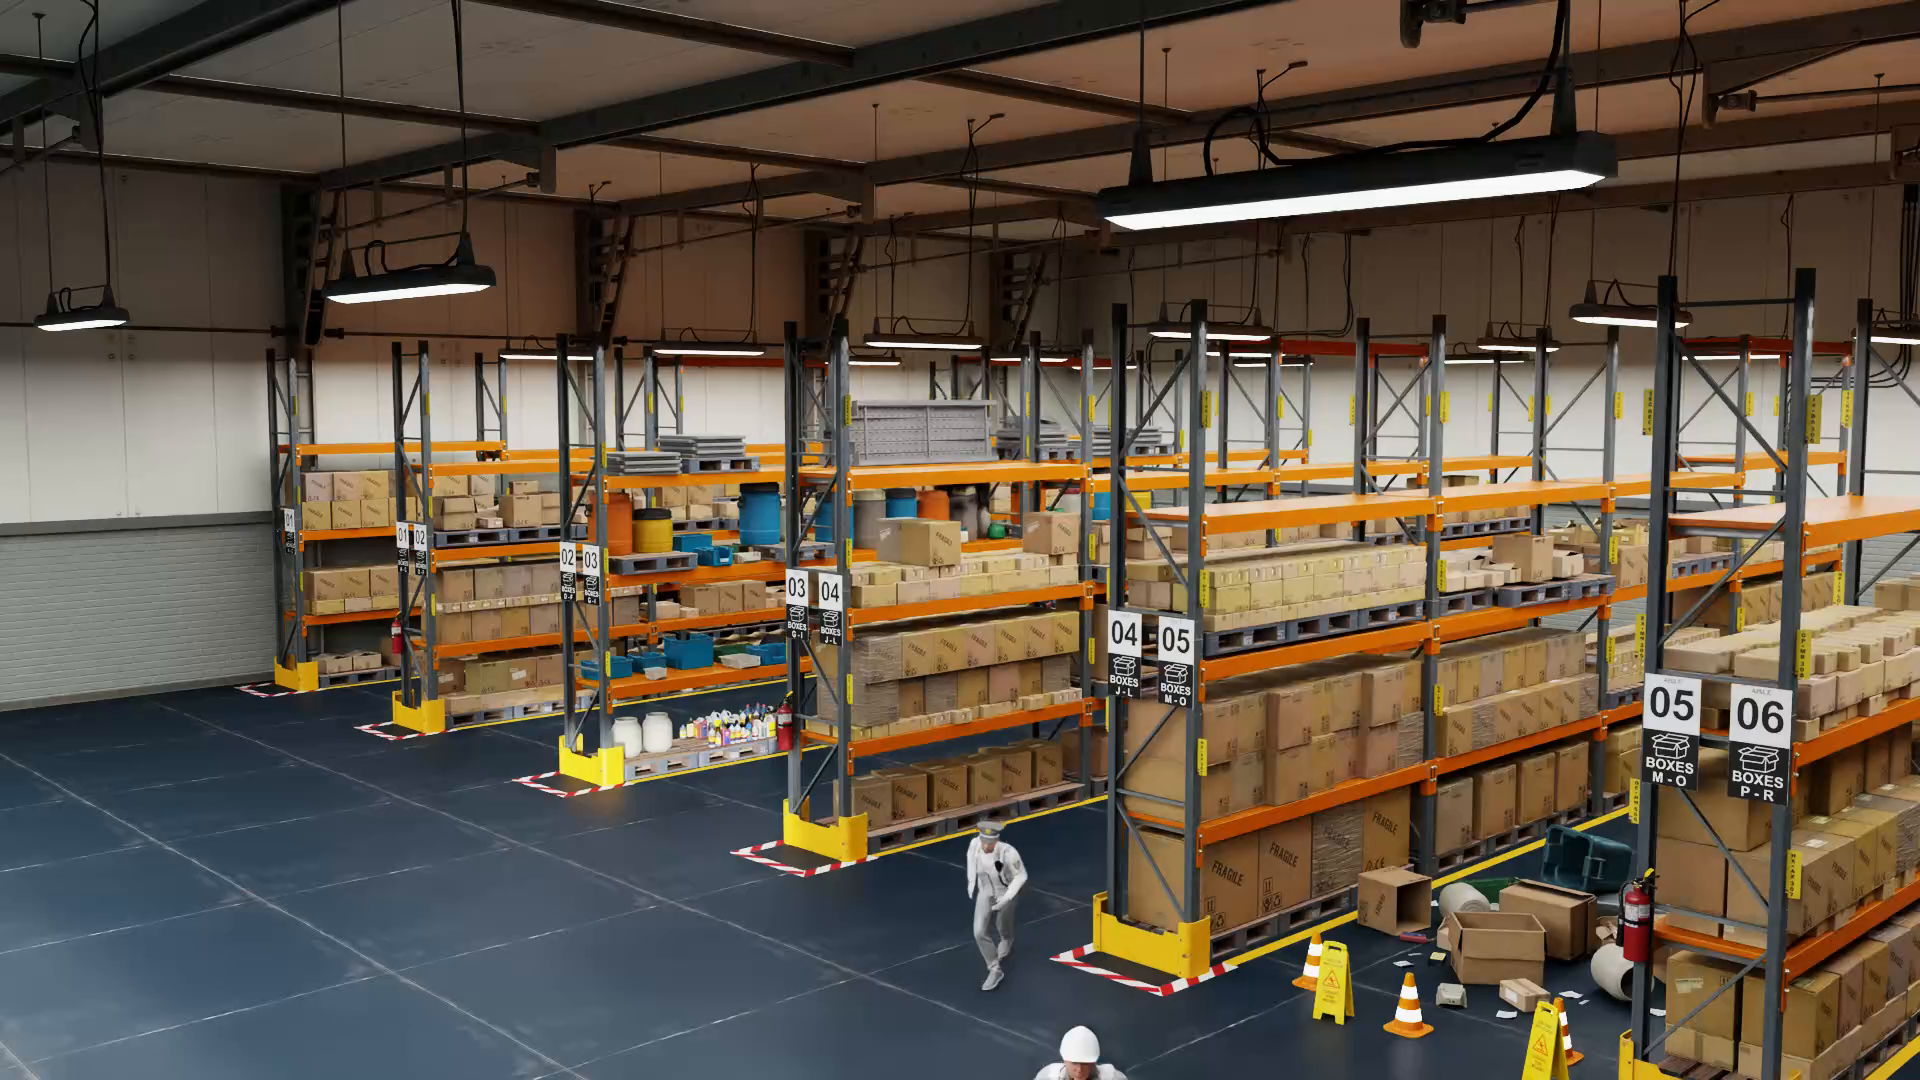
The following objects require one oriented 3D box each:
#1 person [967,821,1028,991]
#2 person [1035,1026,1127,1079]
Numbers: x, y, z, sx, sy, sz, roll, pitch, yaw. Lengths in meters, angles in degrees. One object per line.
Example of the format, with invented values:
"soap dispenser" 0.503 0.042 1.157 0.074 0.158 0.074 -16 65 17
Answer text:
"person" 0.367 3.151 14.775 0.600 1.511 1.054 2 5 19
"person" 0.703 3.518 9.488 0.660 1.725 0.909 0 5 3
